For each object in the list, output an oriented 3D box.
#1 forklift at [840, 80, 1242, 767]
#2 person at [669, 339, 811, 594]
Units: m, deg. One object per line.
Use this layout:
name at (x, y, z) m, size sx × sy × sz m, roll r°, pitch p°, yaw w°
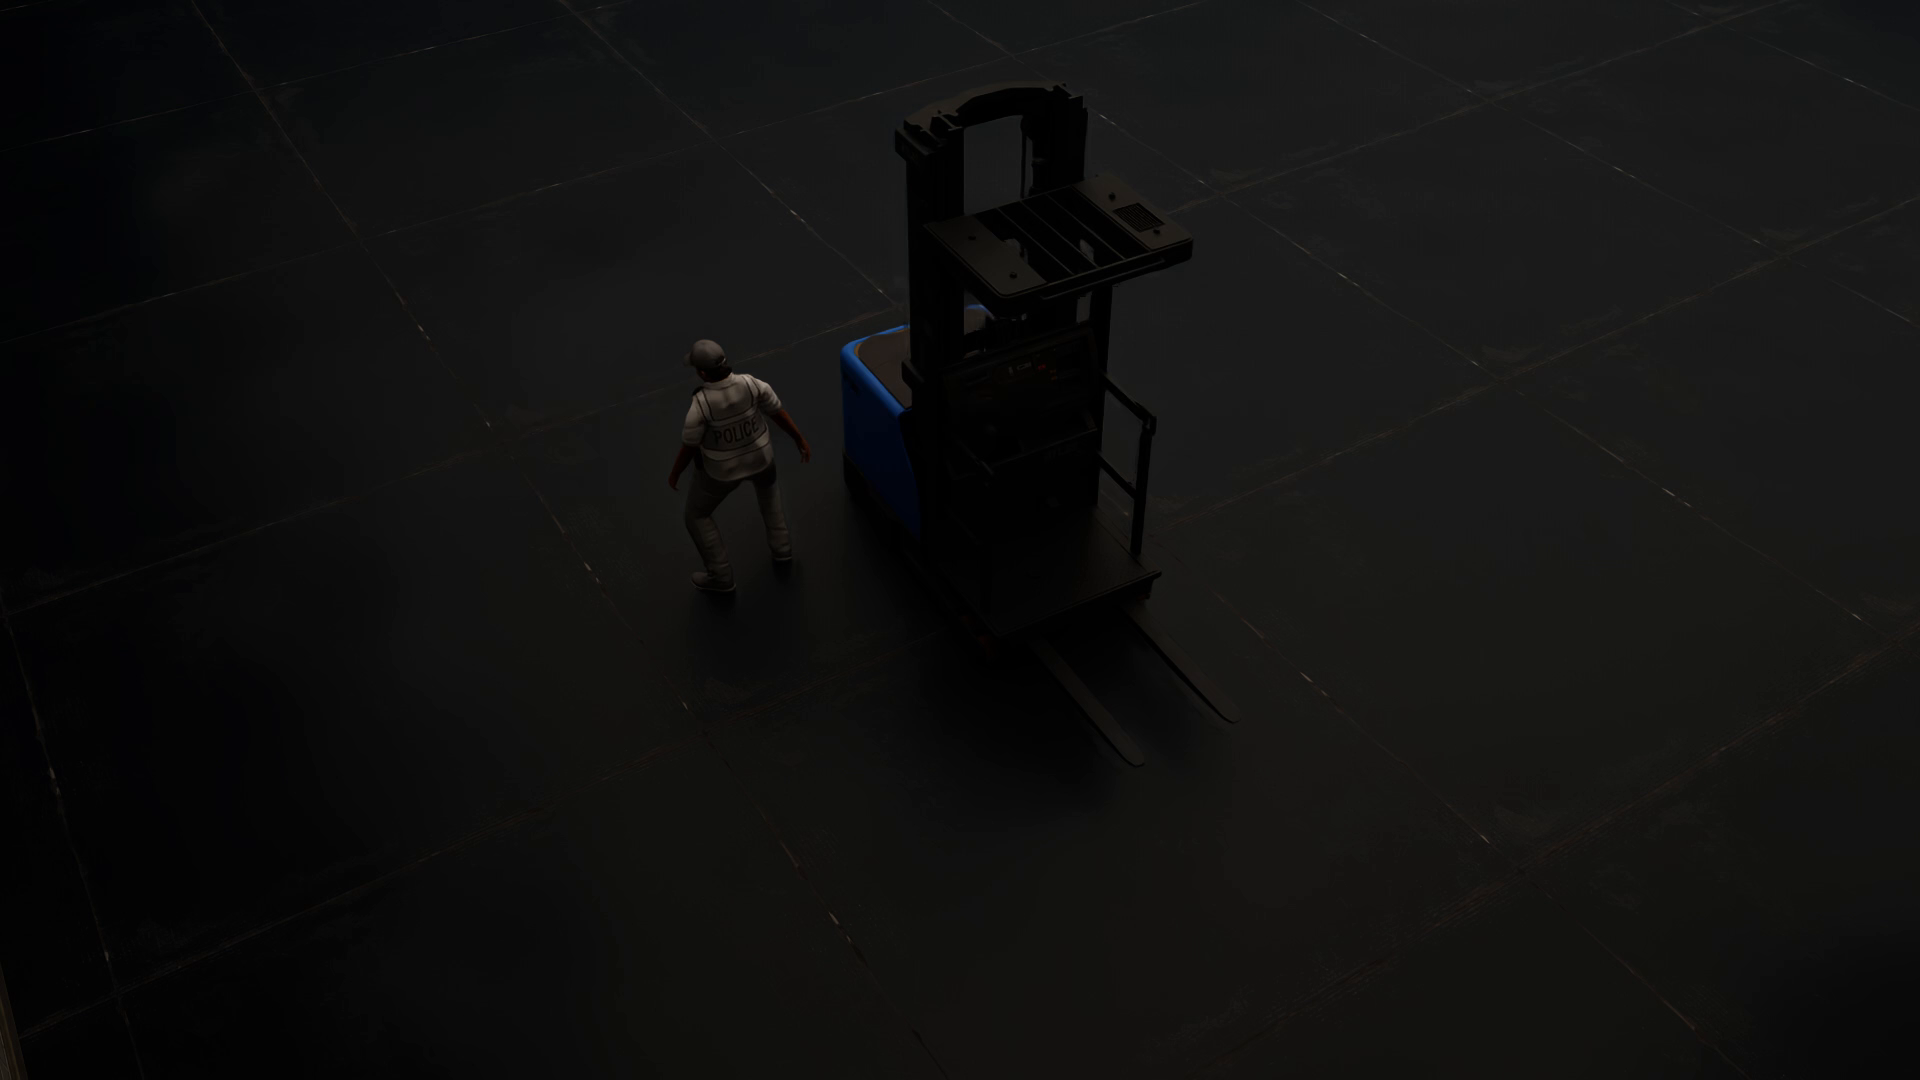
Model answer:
forklift at (0.438, -0.758, 8.738) m, size 1.130 × 2.935 × 3.031 m, roll -20°, pitch 45°, yaw -22°
person at (-1.254, -0.467, 9.442) m, size 0.807 × 1.595 × 0.460 m, roll -19°, pitch 45°, yaw -20°
